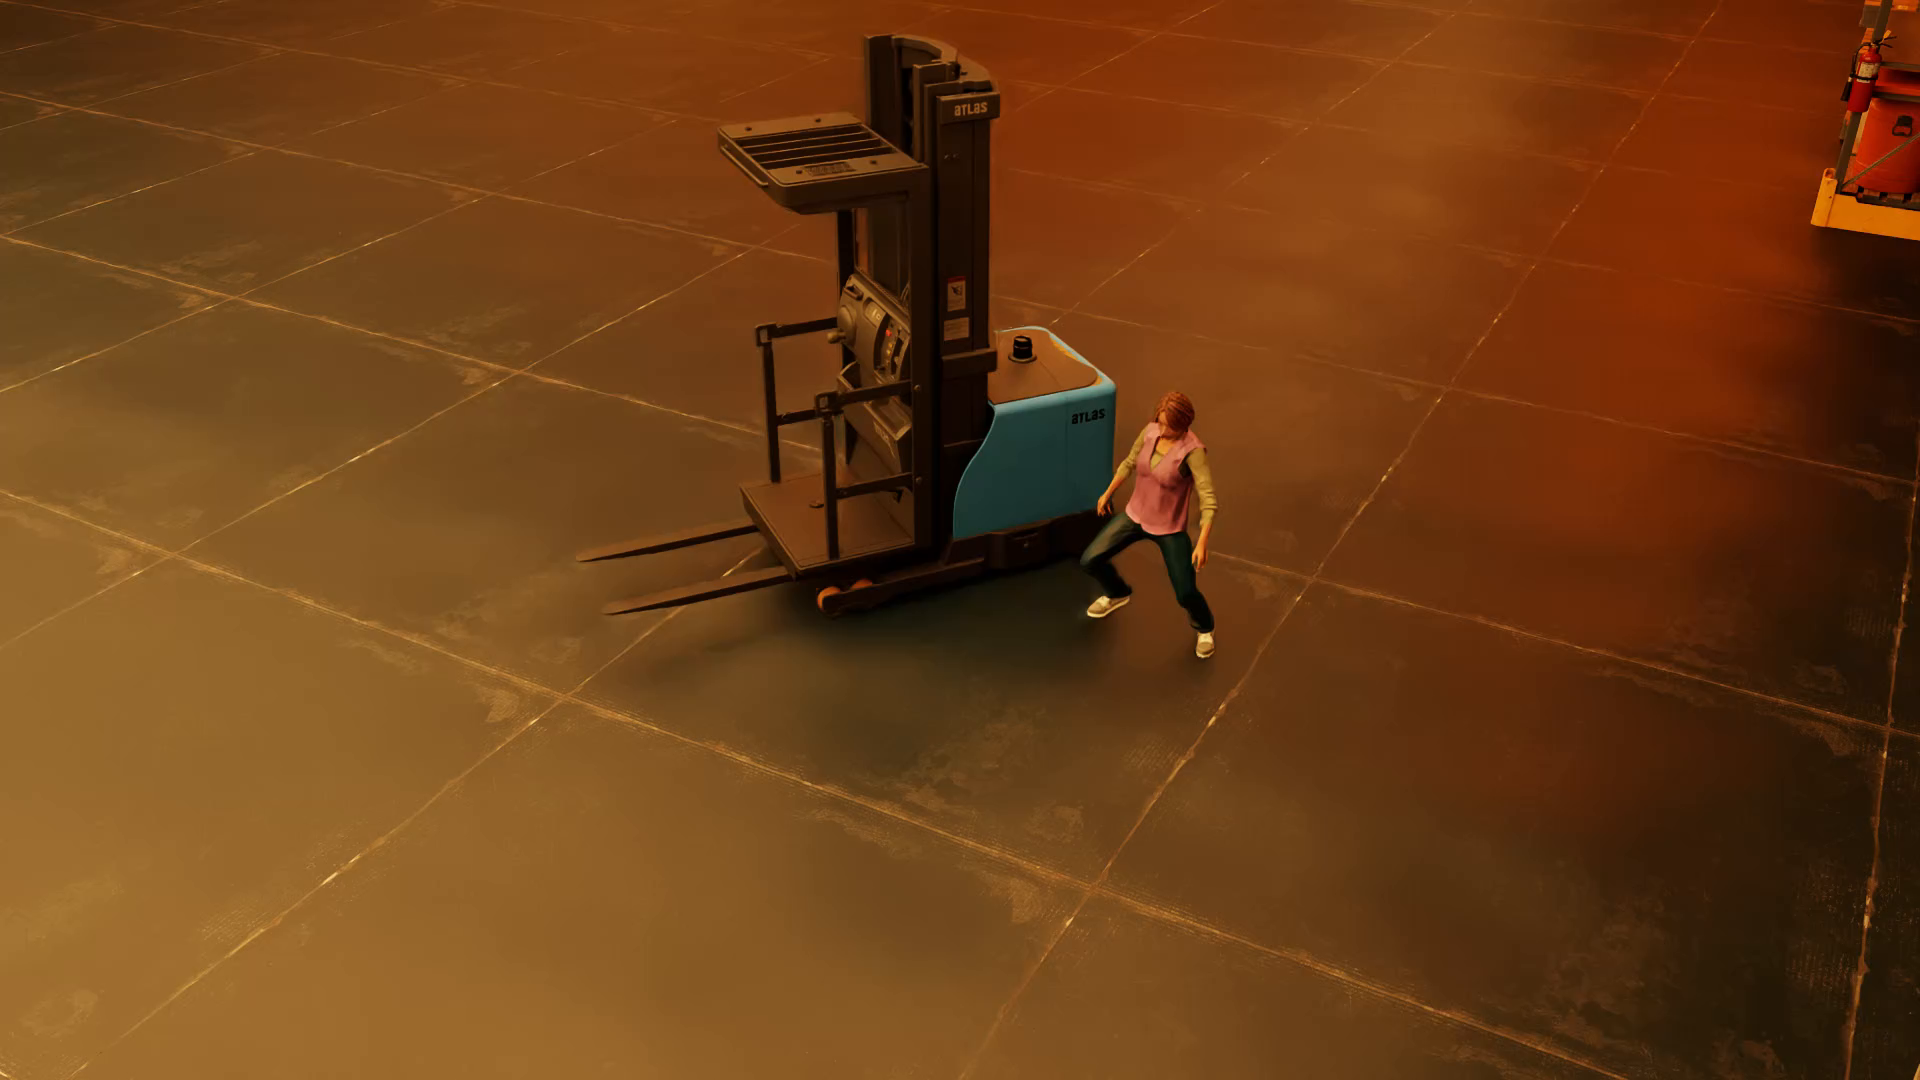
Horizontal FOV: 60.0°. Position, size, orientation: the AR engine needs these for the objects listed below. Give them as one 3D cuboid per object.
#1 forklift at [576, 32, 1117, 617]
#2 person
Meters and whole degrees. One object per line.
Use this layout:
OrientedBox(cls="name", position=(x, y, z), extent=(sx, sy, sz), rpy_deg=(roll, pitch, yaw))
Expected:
OrientedBox(cls="forklift", position=(-0.656, -1.141, 9.048), extent=(3.031, 2.935, 1.130), rpy_deg=(-13, 32, -21))
OrientedBox(cls="person", position=(1.036, -0.088, 8.704), extent=(0.803, 1.482, 0.562), rpy_deg=(26, 39, 38))
